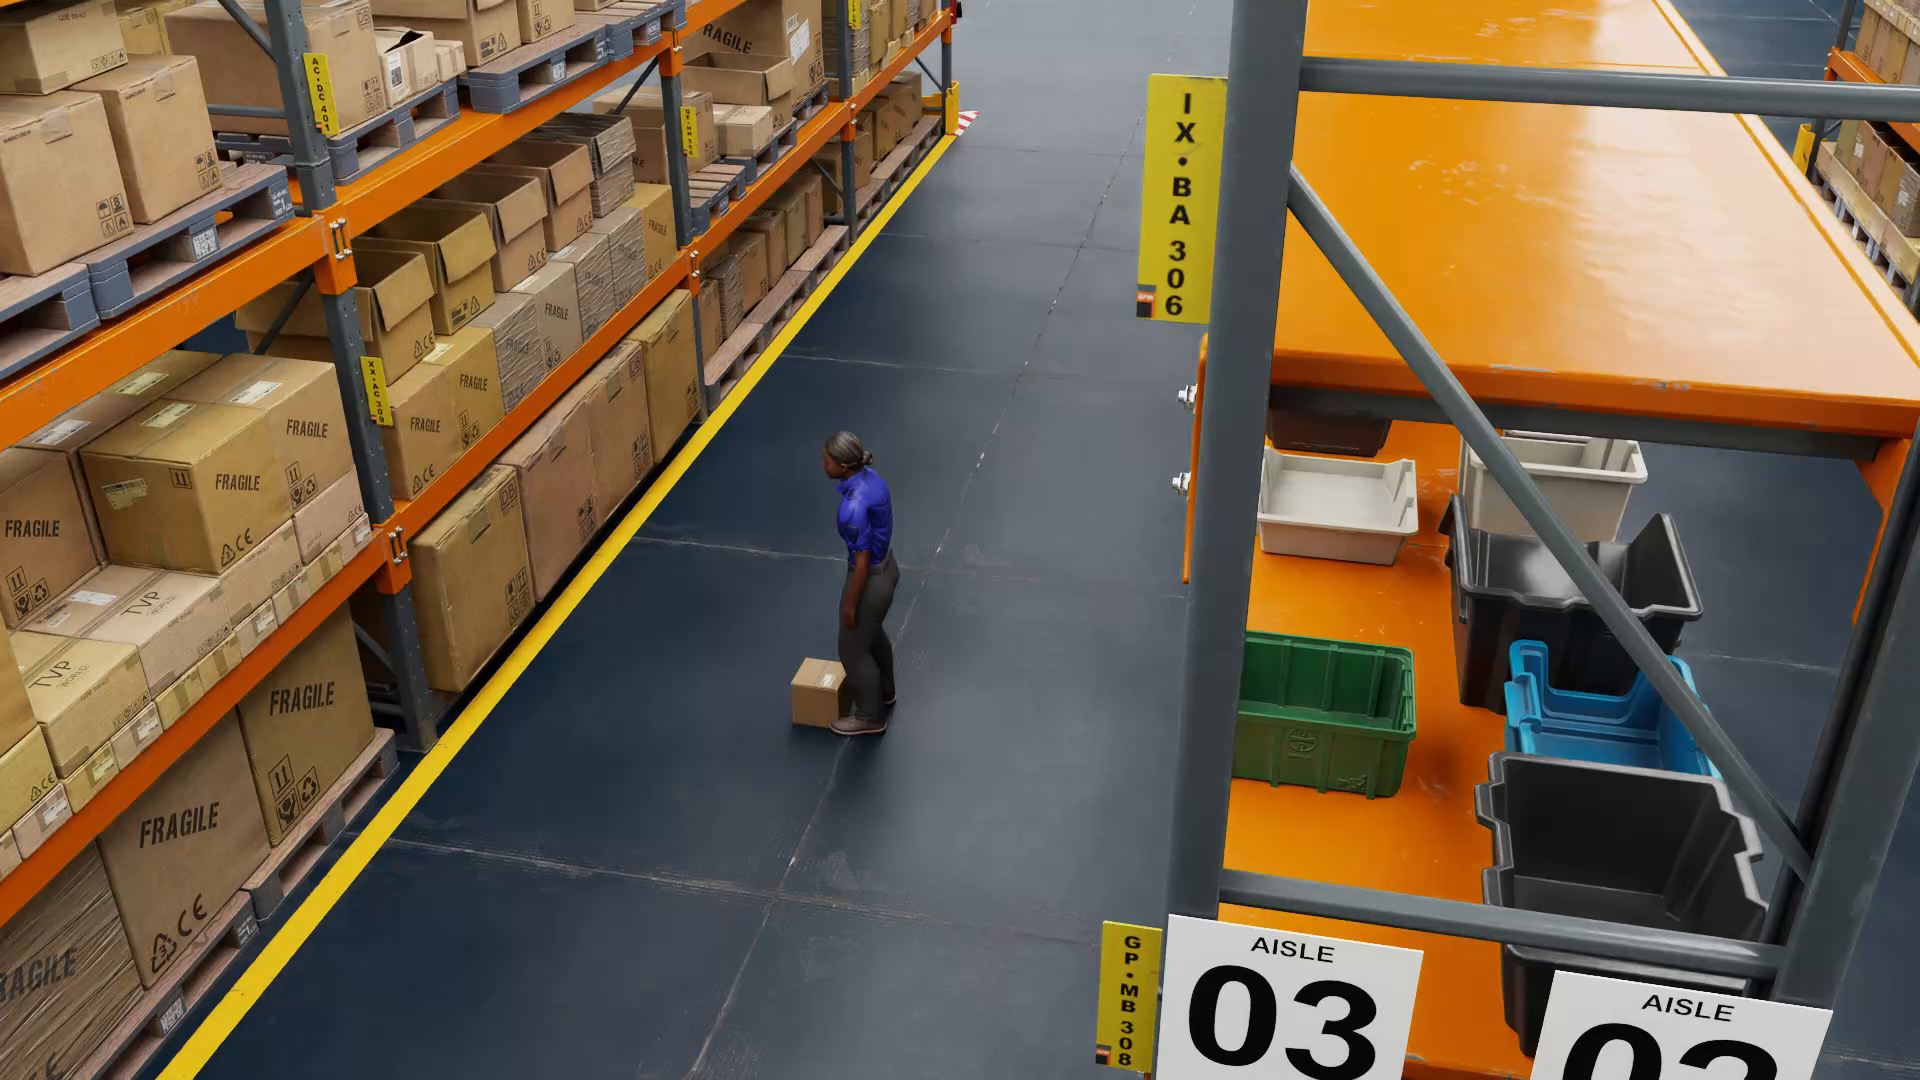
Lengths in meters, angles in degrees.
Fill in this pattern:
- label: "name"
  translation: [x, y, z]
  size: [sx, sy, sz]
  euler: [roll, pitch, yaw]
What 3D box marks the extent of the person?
- label: "person"
  translation: [-0.484, 0.202, 8.252]
  size: [0.352, 1.654, 0.530]
  euler: [4, 29, 7]
